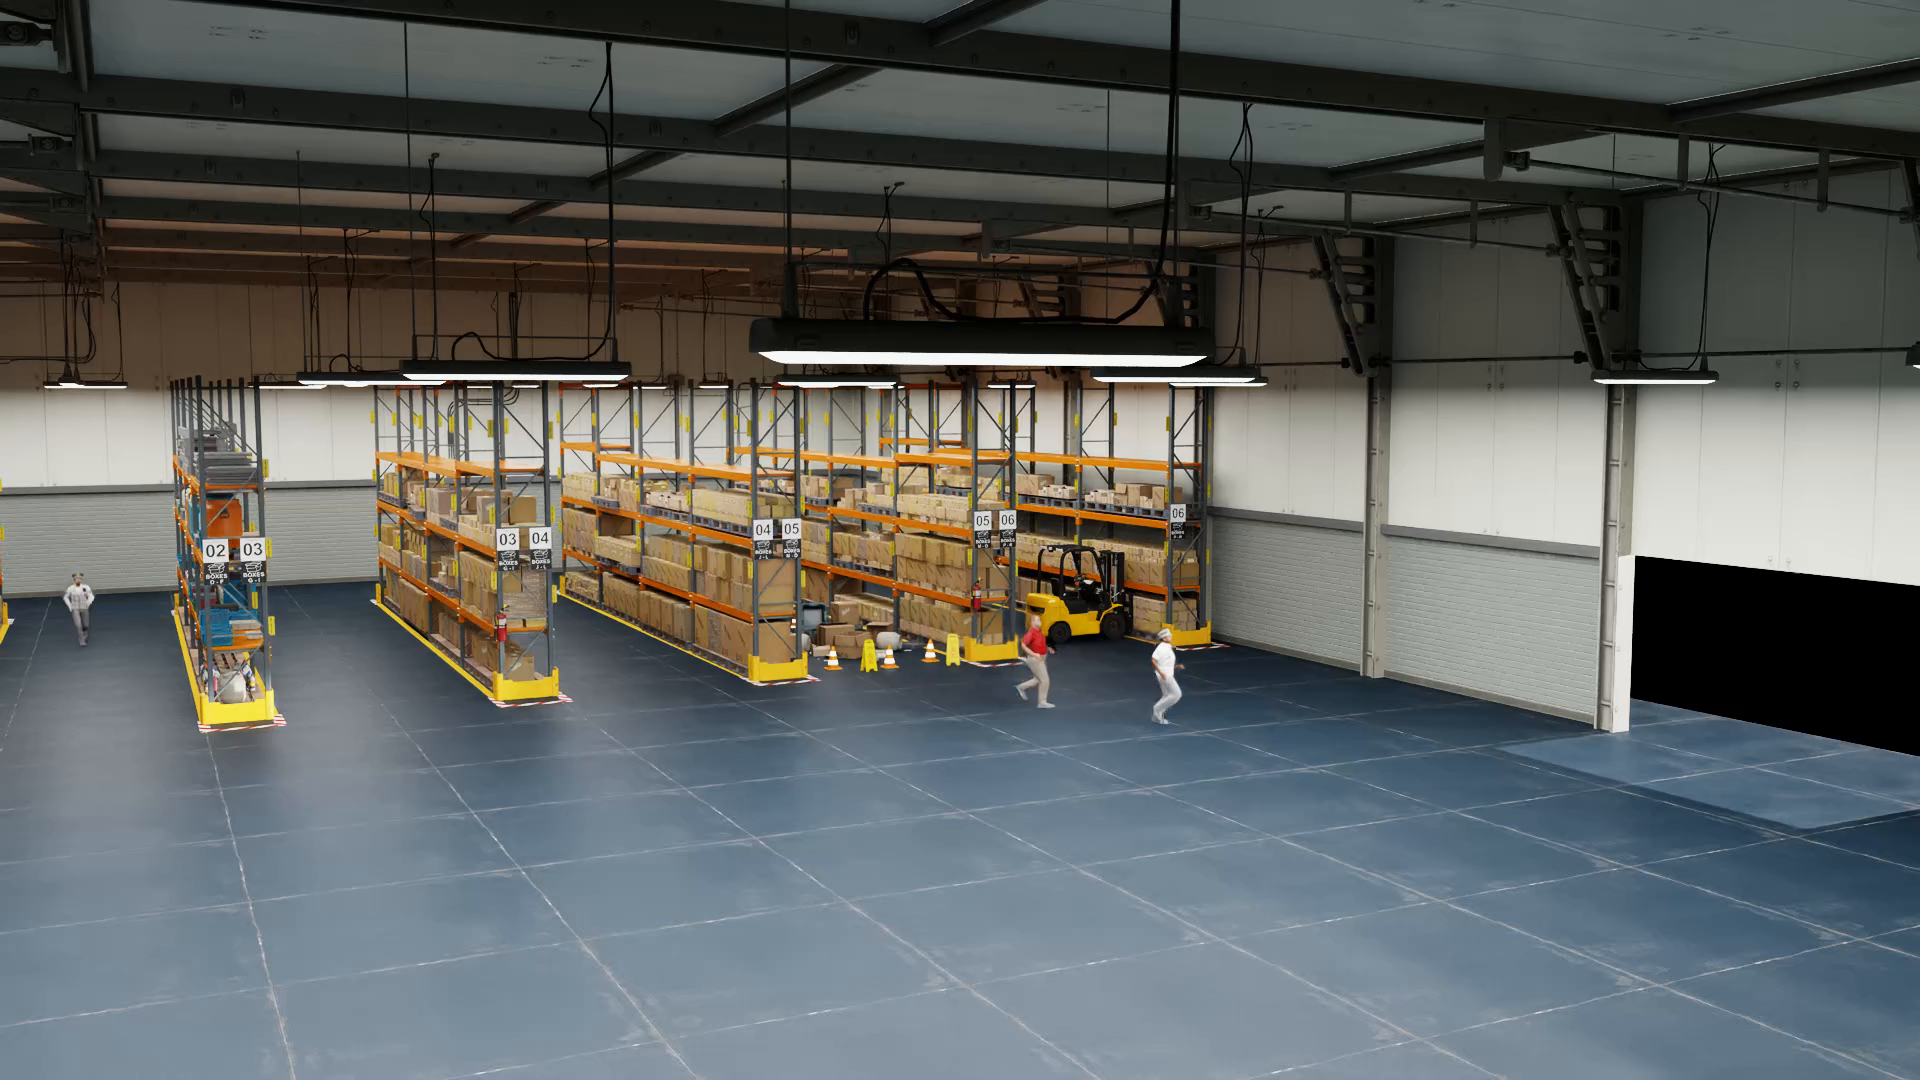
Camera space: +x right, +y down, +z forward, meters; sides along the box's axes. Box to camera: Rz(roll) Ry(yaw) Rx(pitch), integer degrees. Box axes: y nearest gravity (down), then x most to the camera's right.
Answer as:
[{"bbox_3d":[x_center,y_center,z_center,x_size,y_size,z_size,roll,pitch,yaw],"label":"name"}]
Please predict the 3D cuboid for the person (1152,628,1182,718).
[{"bbox_3d":[3.578,2.307,28.686,0.515,1.590,0.526,1,5,13],"label":"person"}]

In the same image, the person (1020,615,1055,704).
[{"bbox_3d":[1.367,2.166,30.173,0.668,1.616,0.672,2,5,21],"label":"person"}]

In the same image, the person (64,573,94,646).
[{"bbox_3d":[-19.920,1.553,37.613,0.606,1.653,0.599,-3,6,-31],"label":"person"}]

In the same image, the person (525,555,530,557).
[{"bbox_3d":[-11.834,0.798,45.486,0.562,1.542,0.657,-3,6,-29],"label":"person"}]
